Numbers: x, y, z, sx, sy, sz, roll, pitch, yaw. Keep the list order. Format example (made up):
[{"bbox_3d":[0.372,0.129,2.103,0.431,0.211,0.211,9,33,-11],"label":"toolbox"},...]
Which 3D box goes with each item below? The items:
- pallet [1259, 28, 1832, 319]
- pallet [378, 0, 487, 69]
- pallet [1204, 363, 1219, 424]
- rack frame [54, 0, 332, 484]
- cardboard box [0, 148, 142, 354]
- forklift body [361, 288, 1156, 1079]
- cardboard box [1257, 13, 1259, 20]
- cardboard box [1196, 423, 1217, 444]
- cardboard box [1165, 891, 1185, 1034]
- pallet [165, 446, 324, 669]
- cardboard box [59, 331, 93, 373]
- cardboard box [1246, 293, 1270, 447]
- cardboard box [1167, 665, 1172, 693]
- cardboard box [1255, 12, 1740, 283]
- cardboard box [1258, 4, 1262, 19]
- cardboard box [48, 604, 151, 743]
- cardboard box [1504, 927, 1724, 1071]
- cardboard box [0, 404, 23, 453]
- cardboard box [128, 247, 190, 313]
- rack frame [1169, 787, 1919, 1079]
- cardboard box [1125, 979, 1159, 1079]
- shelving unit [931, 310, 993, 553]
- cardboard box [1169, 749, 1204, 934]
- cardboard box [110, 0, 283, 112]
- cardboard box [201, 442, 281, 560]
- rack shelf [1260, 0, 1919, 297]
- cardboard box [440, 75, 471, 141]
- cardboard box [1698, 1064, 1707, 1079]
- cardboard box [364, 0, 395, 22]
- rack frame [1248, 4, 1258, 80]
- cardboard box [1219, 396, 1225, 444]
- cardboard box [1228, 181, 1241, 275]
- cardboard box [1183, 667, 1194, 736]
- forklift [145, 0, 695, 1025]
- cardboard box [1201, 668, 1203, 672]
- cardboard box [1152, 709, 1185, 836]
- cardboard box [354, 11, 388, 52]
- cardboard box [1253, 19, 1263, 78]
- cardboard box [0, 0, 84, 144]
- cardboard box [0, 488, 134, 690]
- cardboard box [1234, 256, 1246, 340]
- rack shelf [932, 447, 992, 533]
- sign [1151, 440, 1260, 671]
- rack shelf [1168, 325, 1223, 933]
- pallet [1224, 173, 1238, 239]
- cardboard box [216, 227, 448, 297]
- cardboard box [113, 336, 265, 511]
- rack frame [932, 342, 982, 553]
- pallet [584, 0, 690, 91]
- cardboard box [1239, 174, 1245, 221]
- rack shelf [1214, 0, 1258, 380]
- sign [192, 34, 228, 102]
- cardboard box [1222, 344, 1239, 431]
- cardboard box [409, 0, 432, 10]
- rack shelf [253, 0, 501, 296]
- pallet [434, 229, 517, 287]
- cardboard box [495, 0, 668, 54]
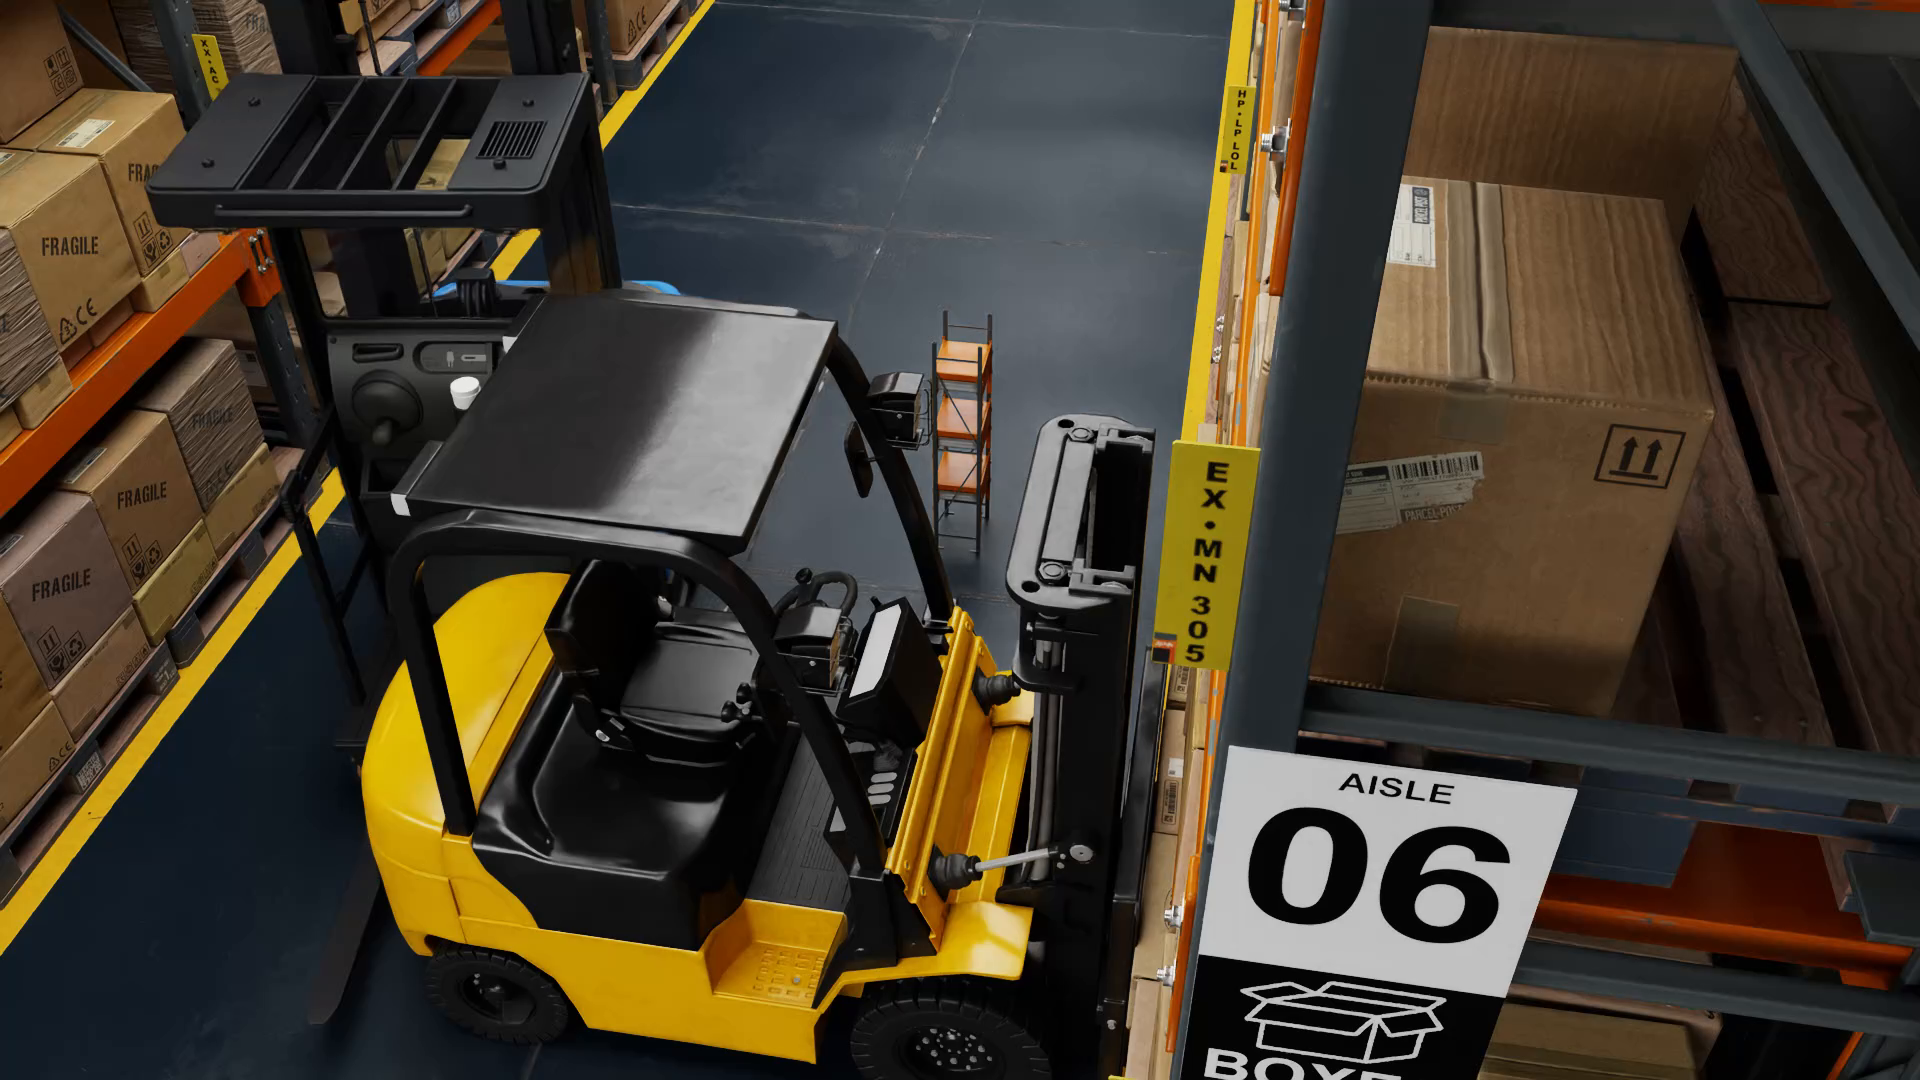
[{"bbox_3d":[1.166,-0.771,3.544,1.003,0.211,1.213,6,40,8],"label":"pallet"},{"bbox_3d":[-2.998,-2.685,8.294,1.003,0.211,1.213,6,40,8],"label":"pallet"},{"bbox_3d":[1.591,-0.342,7.498,1.003,0.211,1.213,6,40,8],"label":"pallet"},{"bbox_3d":[-3.388,-1.495,6.705,1.000,3.000,0.127,6,40,8],"label":"rack frame"},{"bbox_3d":[-3.302,-1.018,5.816,0.500,0.500,0.500,8,40,9],"label":"cardboard box"},{"bbox_3d":[-0.659,0.496,4.962,2.313,2.155,1.214,6,40,8],"label":"forklift body"},{"bbox_3d":[1.702,-2.512,8.052,0.500,0.250,0.500,5,40,6],"label":"cardboard box"},{"bbox_3d":[1.109,-0.169,6.144,0.500,0.250,0.500,6,40,7],"label":"cardboard box"},{"bbox_3d":[0.609,0.859,3.269,0.380,0.149,0.250,7,40,8],"label":"cardboard box"},{"bbox_3d":[-3.469,0.005,7.079,1.003,0.211,1.213,6,40,8],"label":"pallet"},{"bbox_3d":[-3.358,-0.696,5.935,0.380,0.149,0.250,6,40,7],"label":"cardboard box"},{"bbox_3d":[0.654,-0.253,2.637,0.380,0.149,0.250,5,40,6],"label":"cardboard box"},{"bbox_3d":[0.930,0.655,5.540,0.500,0.250,0.500,6,40,7],"label":"cardboard box"},{"bbox_3d":[0.922,-0.771,2.988,0.700,0.500,0.500,7,40,8],"label":"cardboard box"},{"bbox_3d":[1.511,-2.065,7.120,0.500,0.250,0.500,7,40,9],"label":"cardboard box"},{"bbox_3d":[-3.400,0.457,6.171,0.500,0.250,0.500,7,40,8],"label":"cardboard box"},{"bbox_3d":[1.186,0.810,3.096,0.380,0.149,0.250,8,40,9],"label":"cardboard box"},{"bbox_3d":[-3.389,-0.368,5.538,0.380,0.149,0.250,6,40,7],"label":"cardboard box"},{"bbox_3d":[-3.179,-1.006,6.310,0.380,0.149,0.250,7,40,9],"label":"cardboard box"},{"bbox_3d":[0.810,1.560,3.009,1.000,3.000,0.127,6,40,8],"label":"rack frame"},{"bbox_3d":[0.665,1.428,4.212,0.500,0.250,0.500,7,40,8],"label":"cardboard box"},{"bbox_3d":[0.009,-0.438,6.956,0.215,1.050,0.252,6,40,8],"label":"shelving unit"},{"bbox_3d":[0.735,0.859,3.779,0.500,0.500,0.500,8,40,9],"label":"cardboard box"},{"bbox_3d":[-3.024,-2.073,6.762,0.500,0.500,0.500,7,40,9],"label":"cardboard box"},{"bbox_3d":[-3.225,-0.197,6.962,0.500,0.250,0.500,8,40,10],"label":"cardboard box"},{"bbox_3d":[1.156,-1.576,2.972,1.077,0.370,4.000,6,40,8],"label":"rack shelf"},{"bbox_3d":[-2.923,-2.337,9.456,0.950,0.372,0.625,6,40,7],"label":"cardboard box"},{"bbox_3d":[1.169,1.241,3.316,0.500,0.500,0.500,8,40,9],"label":"cardboard box"},{"bbox_3d":[-2.839,-2.696,7.516,0.500,0.500,0.500,6,40,7],"label":"cardboard box"},{"bbox_3d":[2.194,-3.461,9.082,1.000,3.000,0.127,6,40,8],"label":"rack frame"},{"bbox_3d":[1.094,-0.411,5.314,0.500,0.500,0.500,7,40,8],"label":"cardboard box"},{"bbox_3d":[1.331,-1.238,6.511,0.500,0.250,0.500,7,40,9],"label":"cardboard box"},{"bbox_3d":[0.900,0.221,4.551,0.500,0.500,0.500,7,40,8],"label":"cardboard box"},{"bbox_3d":[-1.666,-0.438,5.479,1.130,2.935,3.031,0,40,0],"label":"forklift"},{"bbox_3d":[0.792,0.215,4.048,0.380,0.149,0.250,7,40,8],"label":"cardboard box"},{"bbox_3d":[0.837,0.793,4.980,0.500,0.250,0.500,6,40,7],"label":"cardboard box"},{"bbox_3d":[-2.869,-2.371,7.632,0.380,0.149,0.250,7,40,8],"label":"cardboard box"},{"bbox_3d":[1.378,-1.969,6.690,0.380,0.149,0.250,5,40,6],"label":"cardboard box"},{"bbox_3d":[-3.677,-1.782,5.954,0.700,0.500,0.500,6,40,7],"label":"cardboard box"},{"bbox_3d":[-3.399,0.154,5.949,0.500,0.500,0.500,8,40,10],"label":"cardboard box"},{"bbox_3d":[1.017,-0.701,4.923,0.380,0.149,0.250,7,40,9],"label":"cardboard box"},{"bbox_3d":[0.009,-0.216,7.140,0.215,0.259,0.240,6,40,8],"label":"rack shelf"},{"bbox_3d":[0.278,0.025,1.879,0.100,0.325,0.005,6,40,8],"label":"sign"},{"bbox_3d":[1.156,0.582,4.757,1.077,0.370,4.000,6,40,8],"label":"rack shelf"},{"bbox_3d":[2.013,-1.874,9.351,1.003,0.211,1.213,6,40,8],"label":"pallet"},{"bbox_3d":[-3.178,-1.426,8.353,0.950,0.372,0.625,9,40,10],"label":"cardboard box"},{"bbox_3d":[-3.226,-0.486,6.723,0.500,0.500,0.500,6,40,7],"label":"cardboard box"},{"bbox_3d":[-0.012,-0.362,6.863,0.200,1.050,0.008,6,40,8],"label":"rack frame"},{"bbox_3d":[-2.485,-3.418,11.218,1.003,0.211,1.213,6,40,8],"label":"pallet"},{"bbox_3d":[1.335,-1.422,6.341,0.500,0.250,0.500,6,40,7],"label":"cardboard box"},{"bbox_3d":[1.848,-1.928,7.793,1.077,0.370,4.000,6,40,8],"label":"rack shelf"},{"bbox_3d":[-2.852,-1.774,6.362,0.100,0.325,0.005,6,40,8],"label":"sign"},{"bbox_3d":[0.964,-0.428,4.825,0.380,0.149,0.250,6,40,7],"label":"cardboard box"},{"bbox_3d":[-2.728,-2.687,8.014,0.380,0.149,0.250,8,40,9],"label":"cardboard box"},{"bbox_3d":[-3.042,-2.473,8.452,1.077,0.370,4.000,6,40,8],"label":"rack shelf"},{"bbox_3d":[-3.046,-1.677,9.113,1.003,0.211,1.213,6,40,8],"label":"pallet"},{"bbox_3d":[-2.494,-3.773,10.797,0.875,0.875,0.875,6,40,7],"label":"cardboard box"}]
